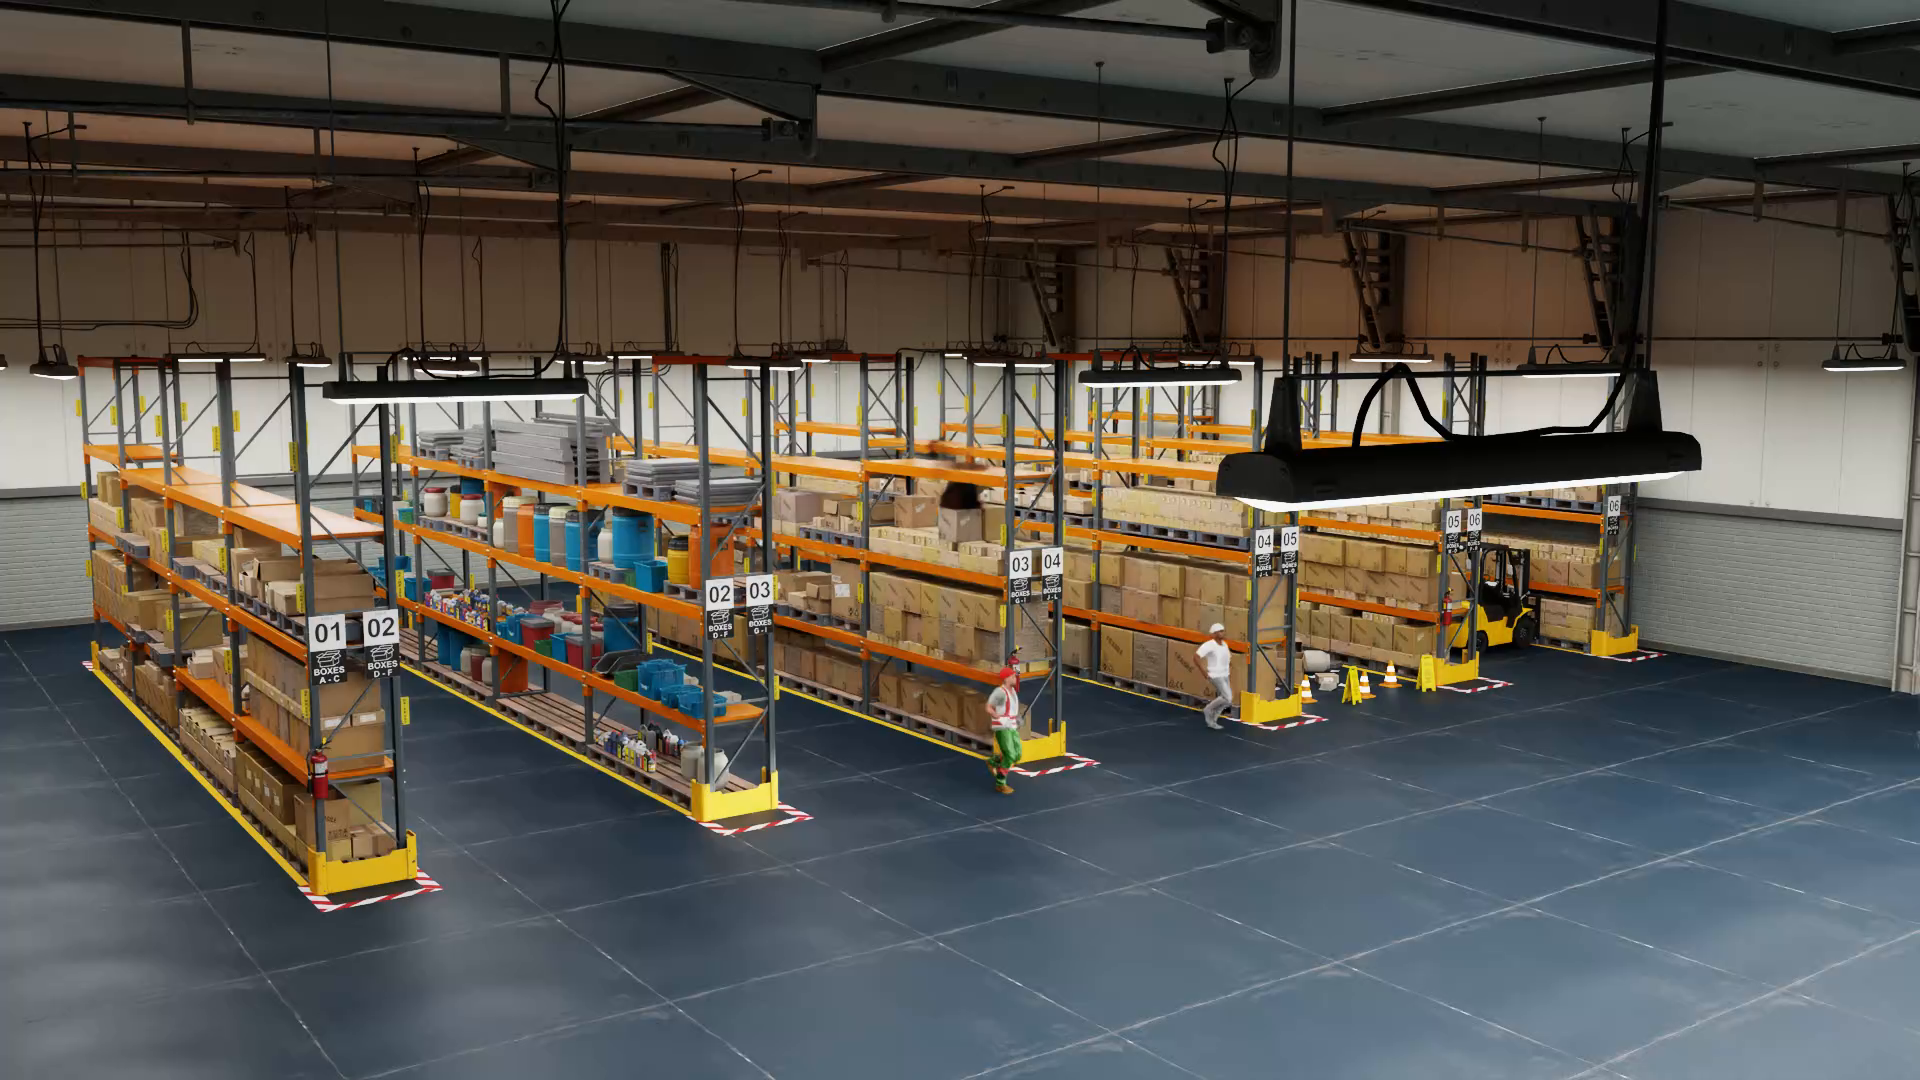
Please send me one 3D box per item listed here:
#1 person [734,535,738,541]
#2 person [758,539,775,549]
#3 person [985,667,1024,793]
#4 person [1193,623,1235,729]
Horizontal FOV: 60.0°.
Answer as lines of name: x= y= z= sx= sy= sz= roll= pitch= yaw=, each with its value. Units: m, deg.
person: x=-5.472 y=0.693 z=39.914 sx=0.623 sy=1.651 sz=0.740 roll=2 pitch=7 yaw=15
person: x=-4.956 y=0.440 z=41.740 sx=0.473 sy=1.678 sz=0.850 roll=-5 pitch=8 yaw=-34
person: x=0.611 y=2.649 z=23.525 sx=0.605 sy=1.708 sz=0.671 roll=4 pitch=8 yaw=32
person: x=4.205 y=2.214 z=26.996 sx=0.607 sy=1.715 sz=0.696 roll=5 pitch=9 yaw=38
